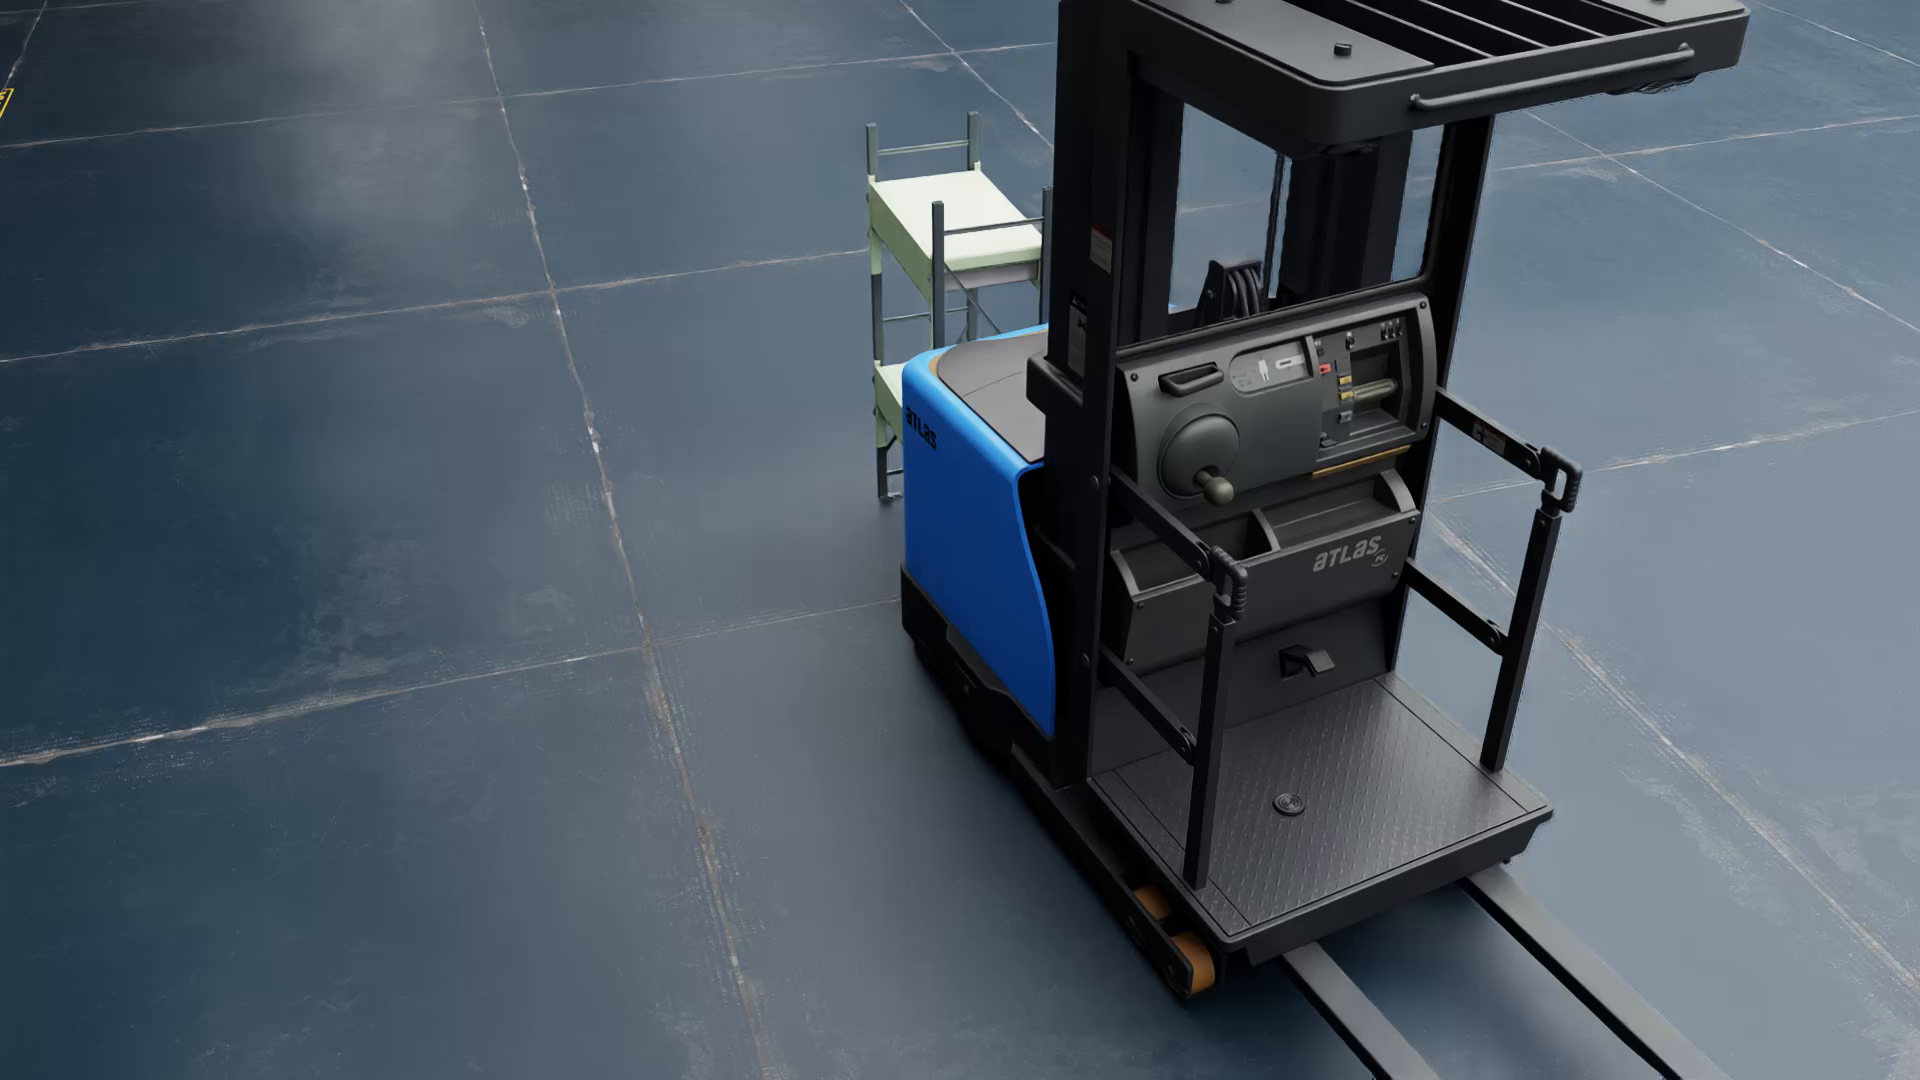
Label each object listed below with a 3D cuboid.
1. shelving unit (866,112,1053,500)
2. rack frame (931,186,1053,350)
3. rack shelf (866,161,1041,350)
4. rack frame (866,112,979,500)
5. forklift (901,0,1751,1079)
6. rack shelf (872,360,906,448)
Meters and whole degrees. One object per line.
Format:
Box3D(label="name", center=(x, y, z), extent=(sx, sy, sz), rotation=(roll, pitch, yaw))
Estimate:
Box3D(label="shelving unit", center=(-0.012, -0.633, 5.848), extent=(0.431, 1.500, 0.755), rotation=(-11, 35, -15))
Box3D(label="rack frame", center=(0.105, -0.442, 5.559), extent=(0.400, 1.500, 0.023), rotation=(-11, 35, -15))
Box3D(label="rack shelf", center=(-0.012, -0.959, 5.633), extent=(0.431, 0.370, 0.720), rotation=(-11, 35, -15))
Box3D(label="rack frame", center=(-0.128, -0.825, 6.137), extent=(0.400, 1.500, 0.023), rotation=(-11, 35, -15))
Box3D(label="forklift", center=(0.920, -0.298, 4.042), extent=(1.130, 2.935, 3.031), rotation=(-16, 37, -22))
Box3D(label="rack shelf", center=(-0.012, -0.361, 6.028), extent=(0.431, 0.370, 0.720), rotation=(-11, 35, -15))
